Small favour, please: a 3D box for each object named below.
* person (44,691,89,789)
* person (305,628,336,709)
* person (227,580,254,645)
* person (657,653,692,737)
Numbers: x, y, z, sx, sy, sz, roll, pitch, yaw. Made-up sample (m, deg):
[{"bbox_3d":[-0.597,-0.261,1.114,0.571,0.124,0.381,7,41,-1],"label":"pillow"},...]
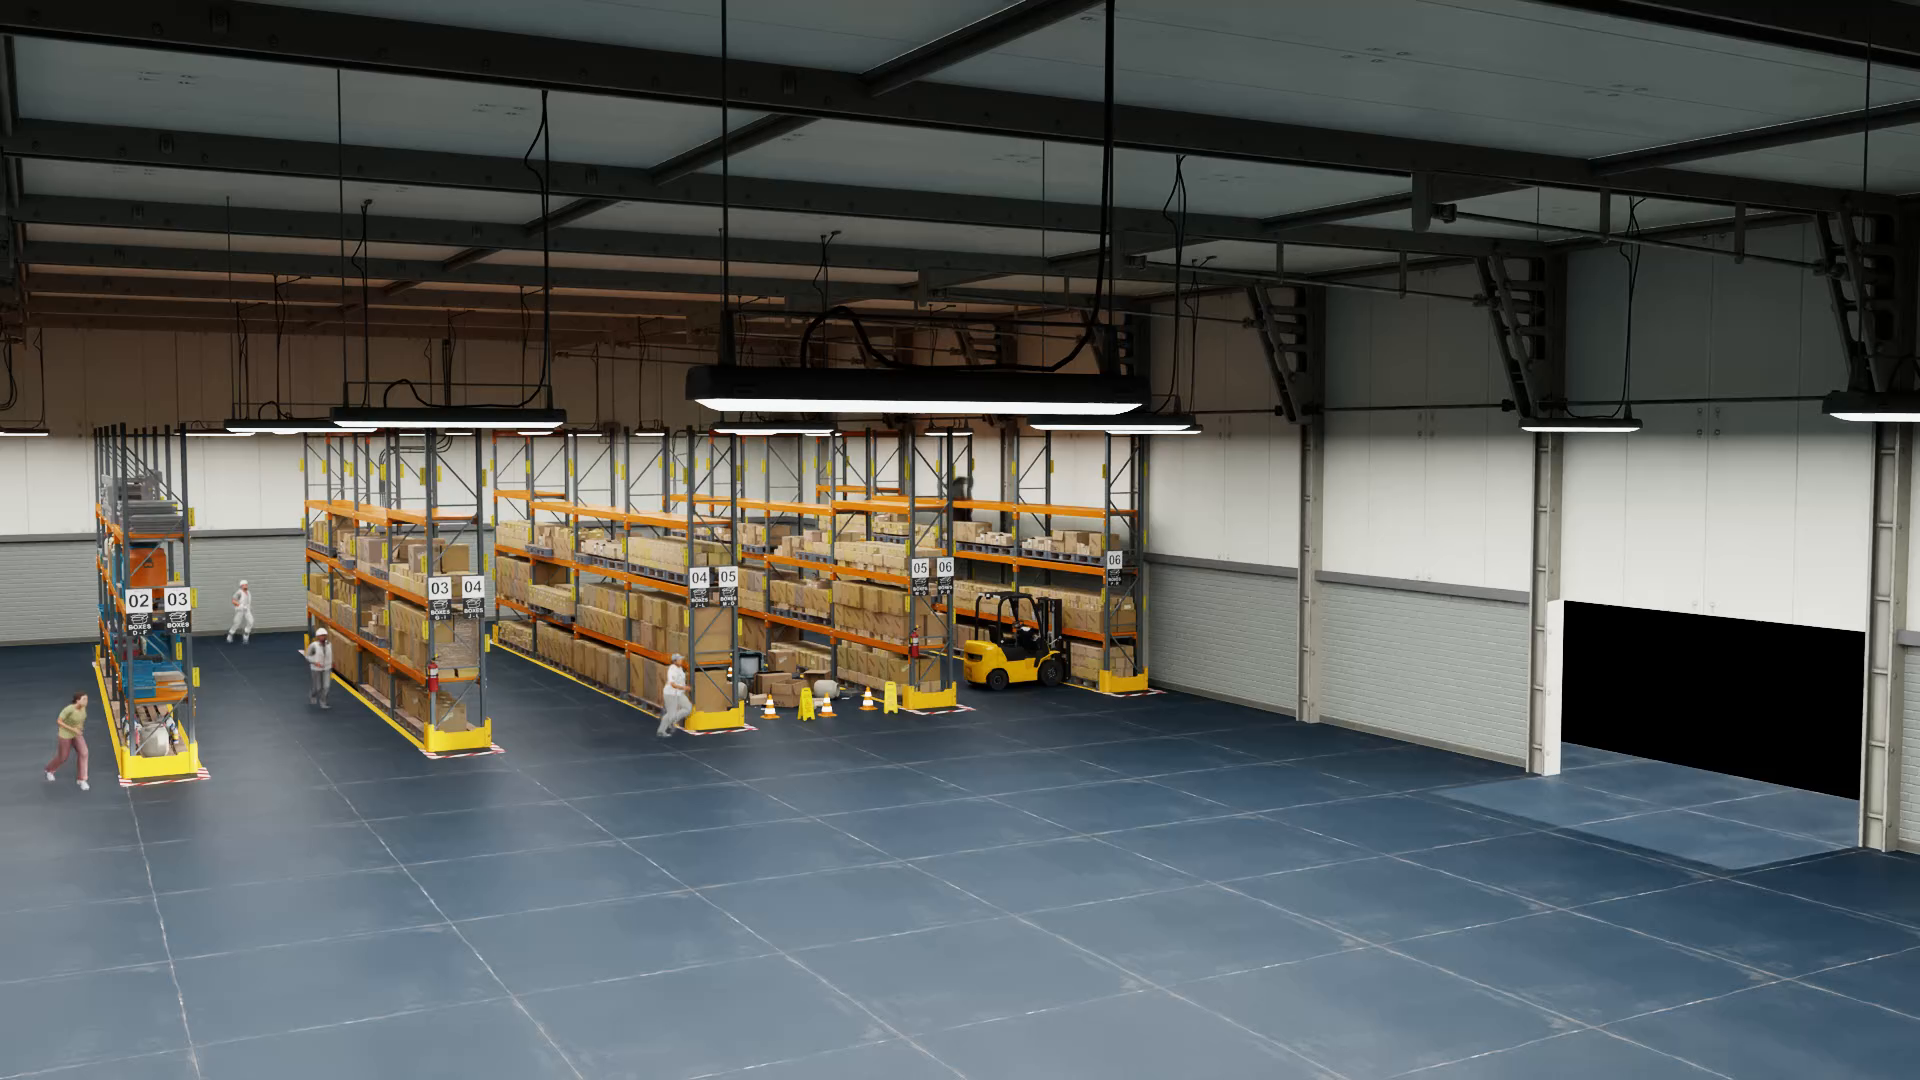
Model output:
[{"bbox_3d":[-14.729,3.284,27.420,1.009,1.617,0.607,1,4,19],"label":"person"},{"bbox_3d":[-13.637,2.729,35.416,0.654,1.727,0.757,-3,5,-41],"label":"person"},{"bbox_3d":[-20.090,2.029,46.580,0.693,1.802,0.714,2,4,27],"label":"person"},{"bbox_3d":[-5.454,2.969,31.956,0.732,1.612,0.630,1,4,13],"label":"person"}]
